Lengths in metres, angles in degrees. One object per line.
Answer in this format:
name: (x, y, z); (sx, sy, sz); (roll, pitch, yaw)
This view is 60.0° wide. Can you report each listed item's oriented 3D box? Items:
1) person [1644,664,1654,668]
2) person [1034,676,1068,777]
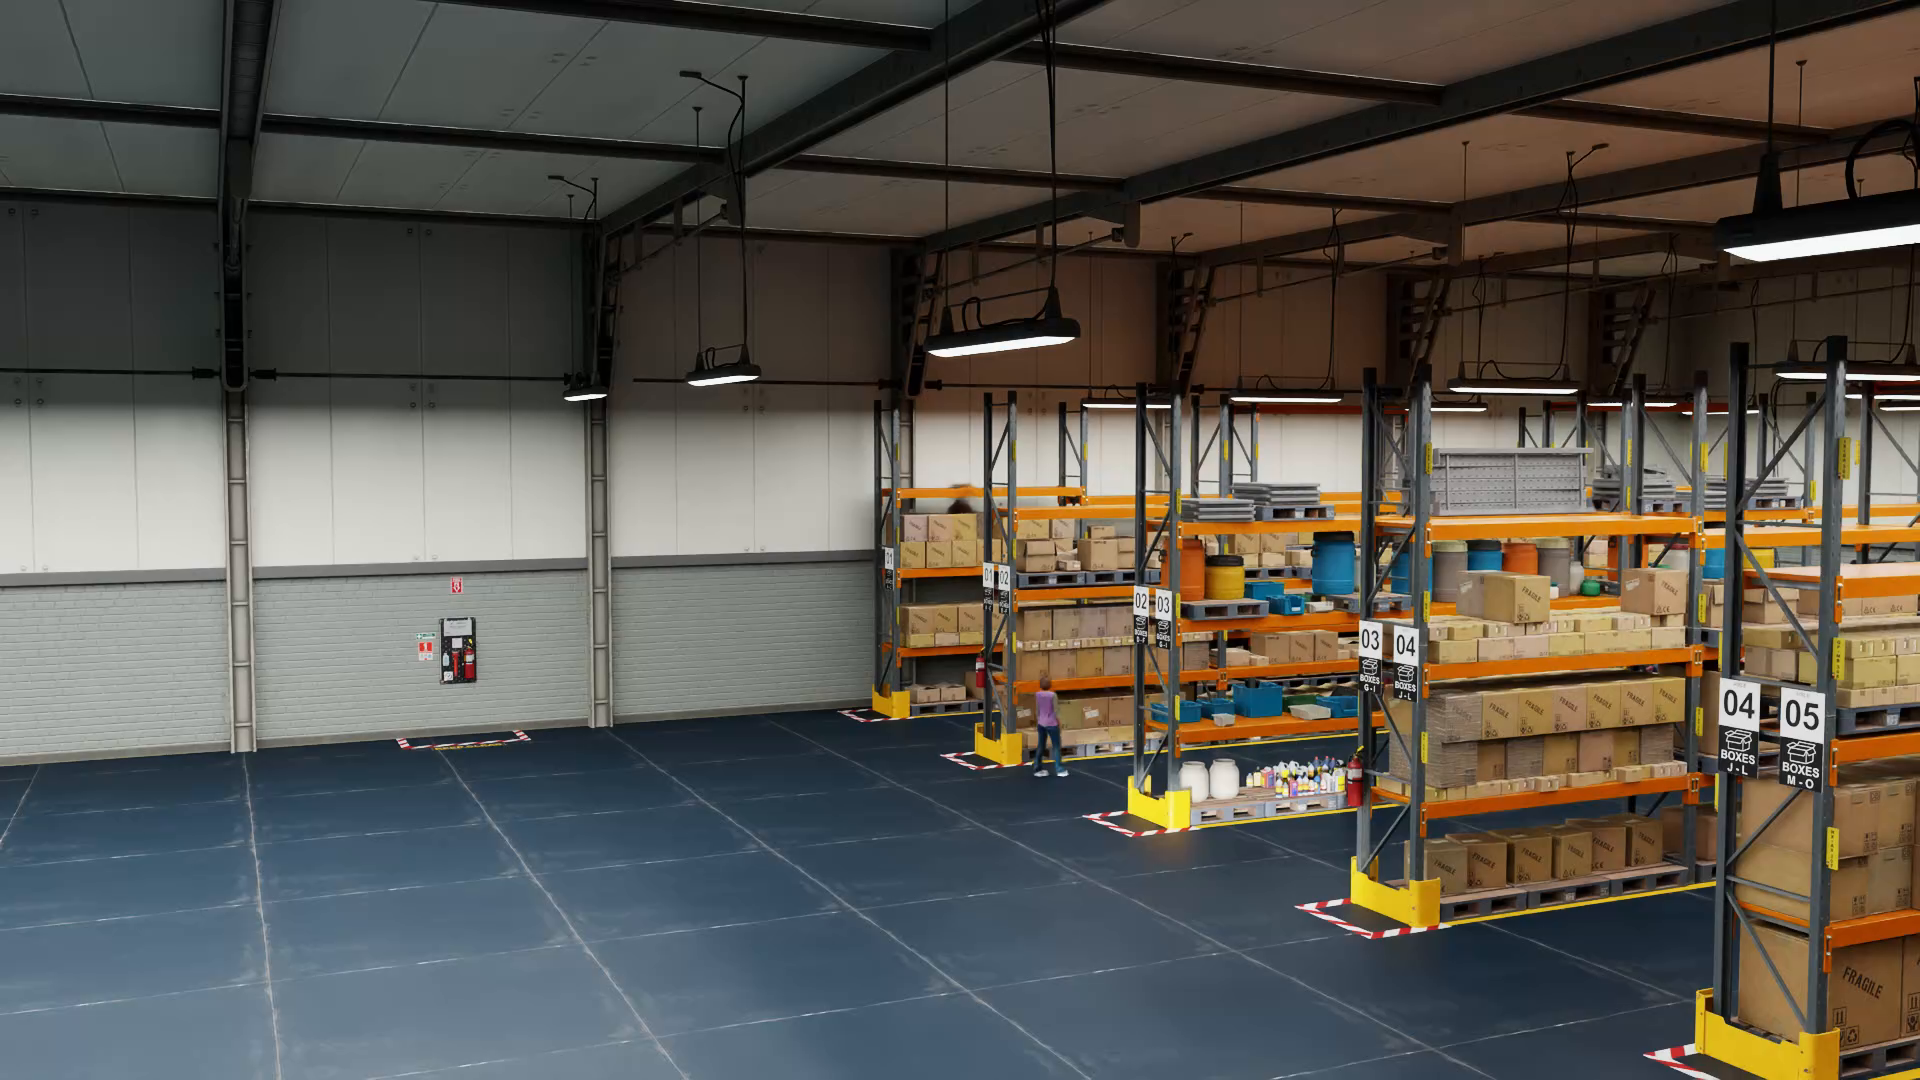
person: (12.956, 2.507, 30.842); (1.054, 1.722, 0.684); (-2, 4, -25)
person: (1.429, 2.874, 25.759); (0.517, 1.585, 0.410); (-3, 4, -37)
